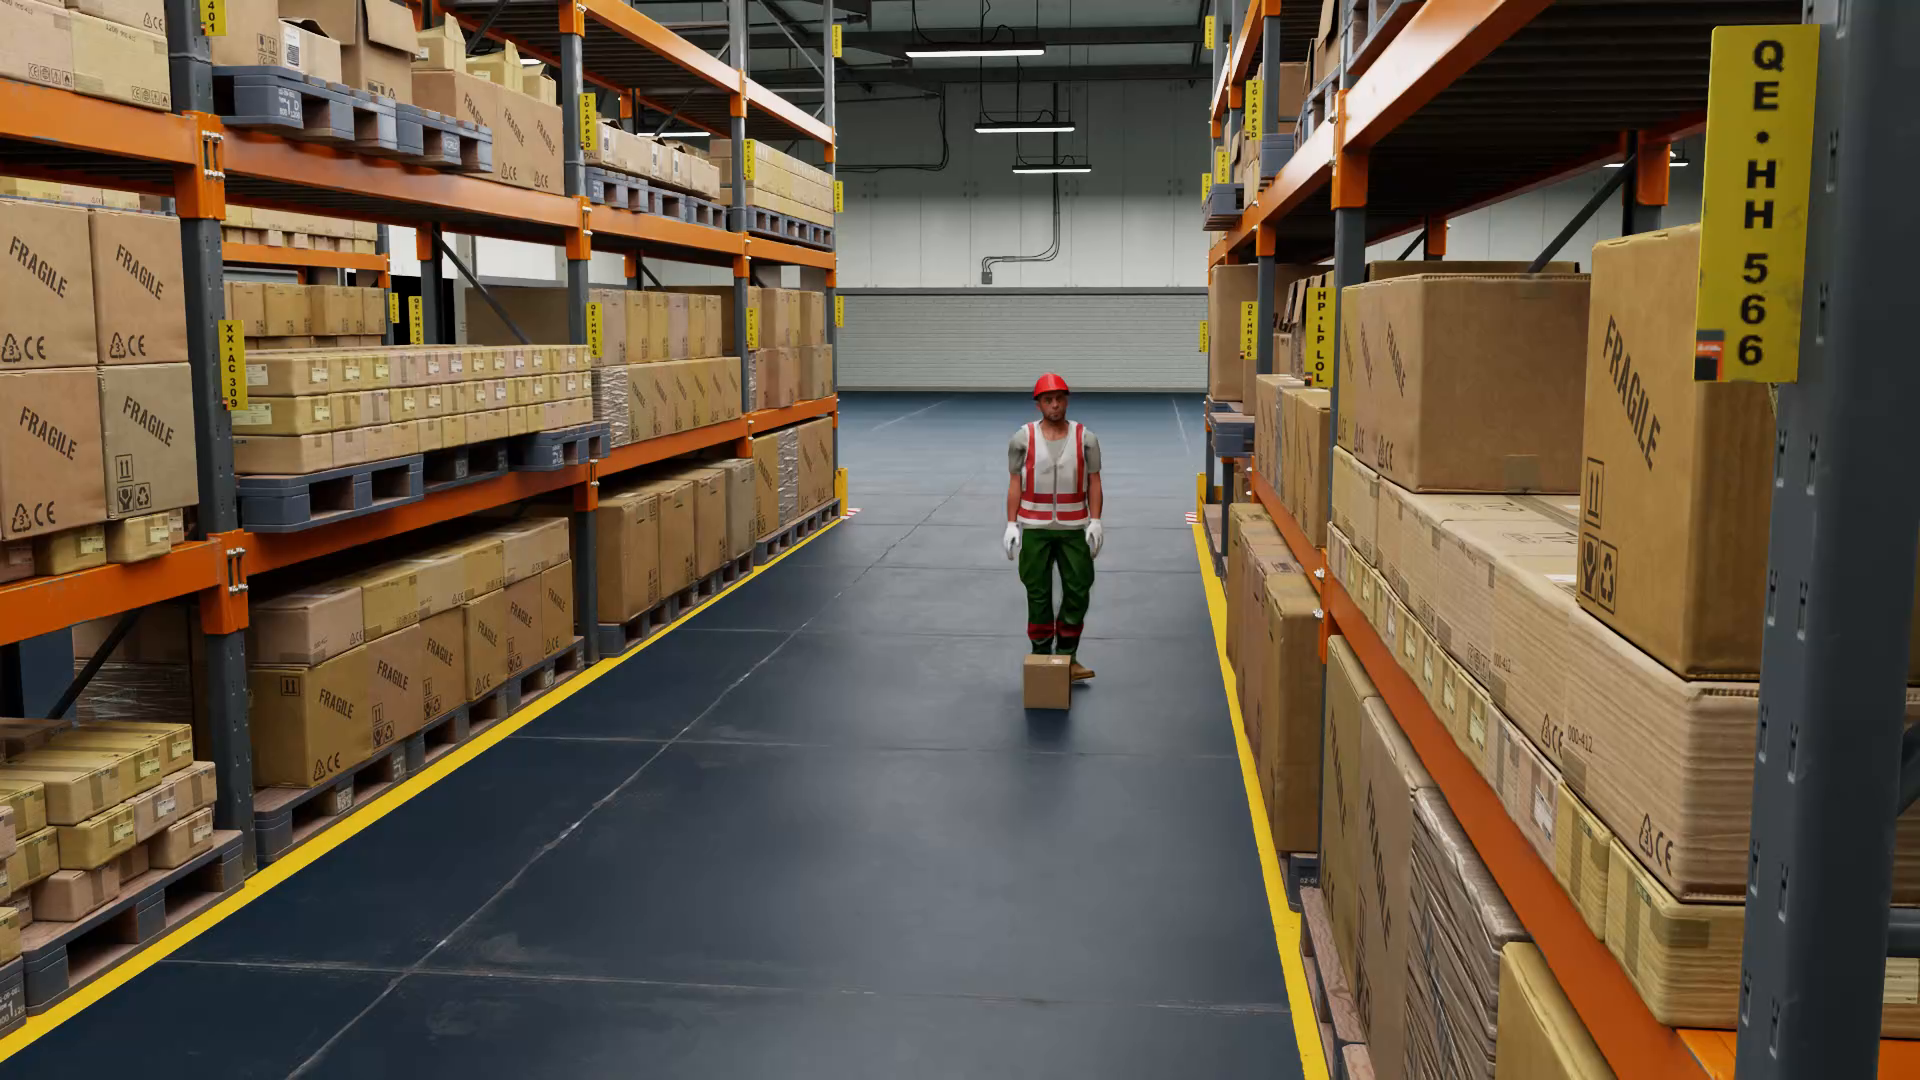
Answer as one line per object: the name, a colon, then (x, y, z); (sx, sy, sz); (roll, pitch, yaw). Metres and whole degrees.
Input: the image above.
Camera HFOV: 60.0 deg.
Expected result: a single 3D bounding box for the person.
person: (0.534, -0.061, 9.547); (0.572, 1.791, 0.386); (0, 7, -1)
